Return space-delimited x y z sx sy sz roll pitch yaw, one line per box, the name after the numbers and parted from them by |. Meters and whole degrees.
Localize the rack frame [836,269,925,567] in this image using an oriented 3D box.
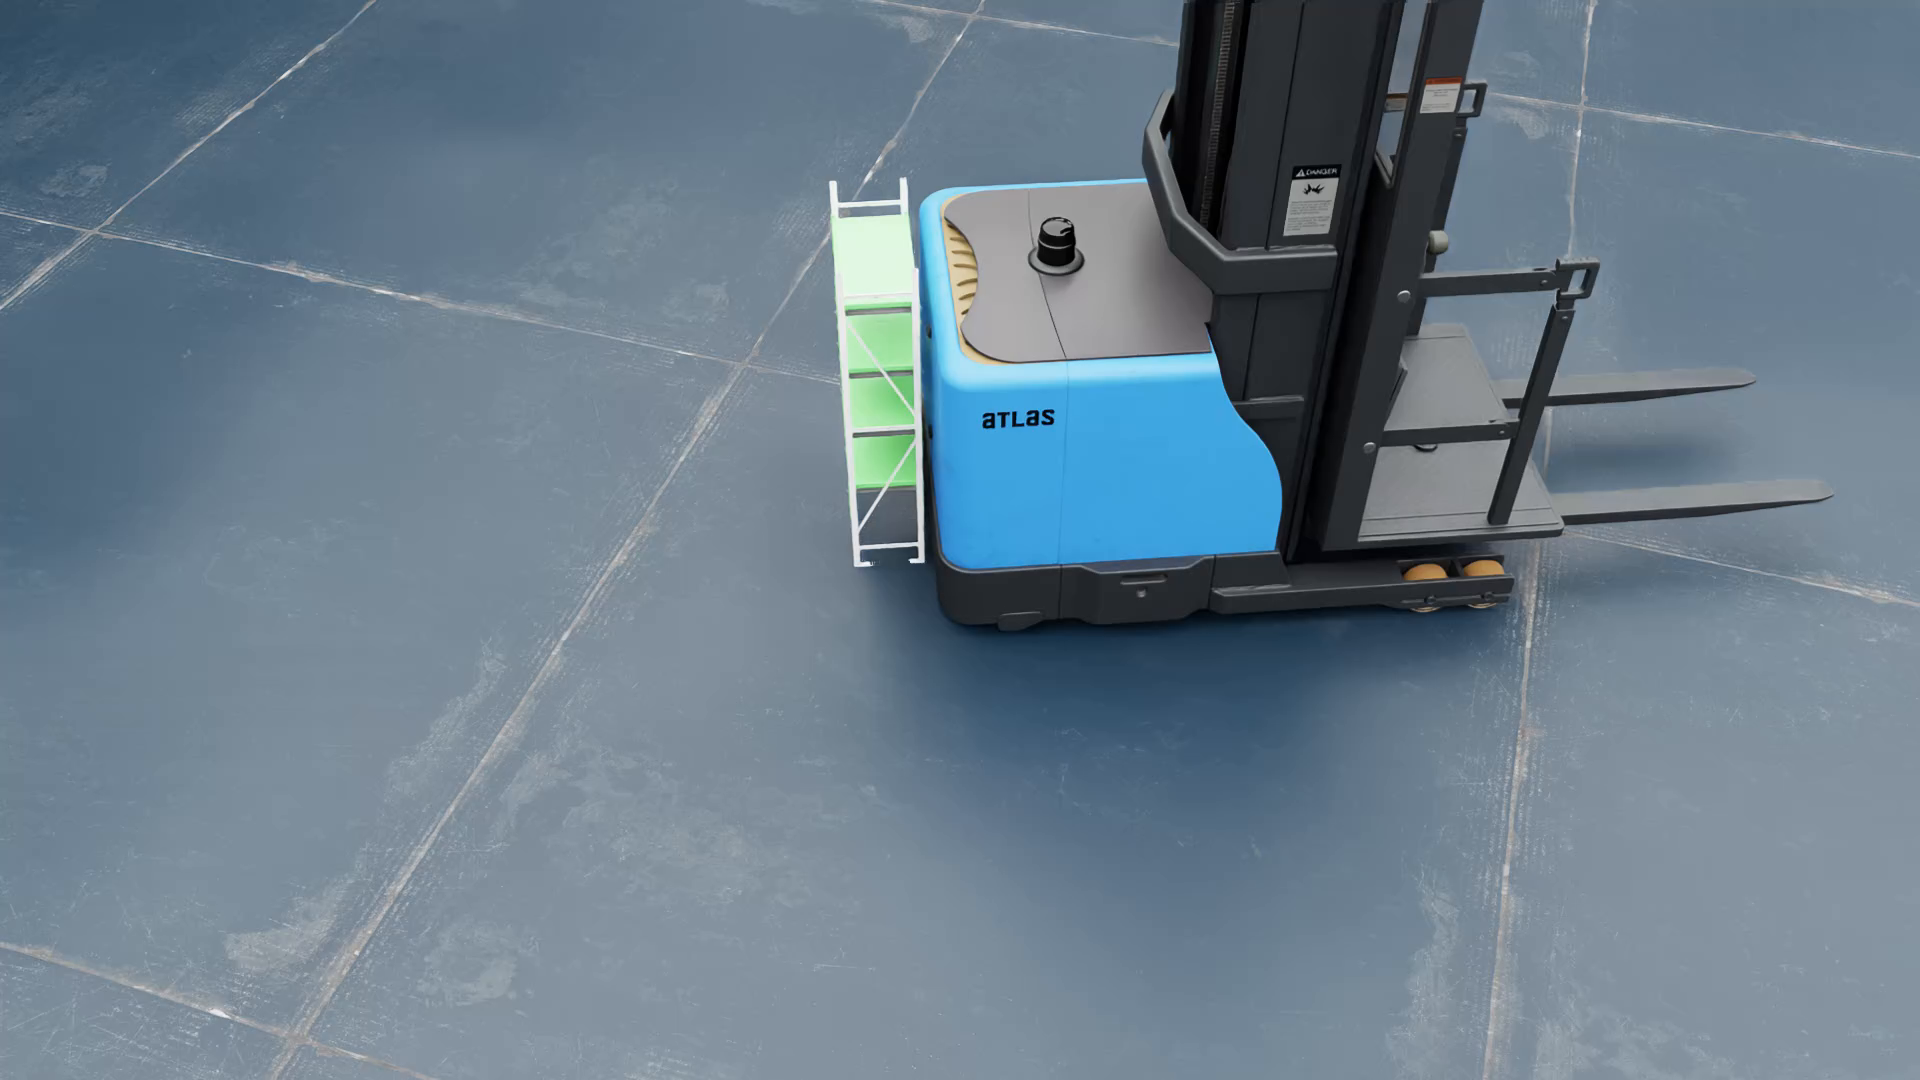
-0.240 -0.349 5.248 0.240 1.200 0.015 -4 44 -4 | rack frame

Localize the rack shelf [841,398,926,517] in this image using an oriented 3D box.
-0.262 -0.302 5.635 0.258 0.148 0.480 -4 44 -4 | rack shelf

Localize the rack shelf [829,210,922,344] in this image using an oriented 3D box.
-0.263 -0.816 5.131 0.258 0.148 0.480 -4 44 -4 | rack shelf

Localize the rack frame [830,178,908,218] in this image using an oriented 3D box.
-0.285 -0.689 5.596 0.240 1.200 0.015 -4 44 -4 | rack frame

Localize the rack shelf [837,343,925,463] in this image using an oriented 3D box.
-0.262 -0.473 5.467 0.258 0.148 0.480 -4 44 -4 | rack shelf

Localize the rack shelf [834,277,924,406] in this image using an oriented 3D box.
-0.263 -0.645 5.299 0.258 0.148 0.480 -4 44 -4 | rack shelf

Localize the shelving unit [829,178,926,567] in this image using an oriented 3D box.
-0.263 -0.519 5.422 0.258 1.200 0.503 -4 44 -4 | shelving unit

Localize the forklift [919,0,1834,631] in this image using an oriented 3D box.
1.402 -1.177 4.857 3.031 2.935 1.130 -4 44 -4 | forklift
